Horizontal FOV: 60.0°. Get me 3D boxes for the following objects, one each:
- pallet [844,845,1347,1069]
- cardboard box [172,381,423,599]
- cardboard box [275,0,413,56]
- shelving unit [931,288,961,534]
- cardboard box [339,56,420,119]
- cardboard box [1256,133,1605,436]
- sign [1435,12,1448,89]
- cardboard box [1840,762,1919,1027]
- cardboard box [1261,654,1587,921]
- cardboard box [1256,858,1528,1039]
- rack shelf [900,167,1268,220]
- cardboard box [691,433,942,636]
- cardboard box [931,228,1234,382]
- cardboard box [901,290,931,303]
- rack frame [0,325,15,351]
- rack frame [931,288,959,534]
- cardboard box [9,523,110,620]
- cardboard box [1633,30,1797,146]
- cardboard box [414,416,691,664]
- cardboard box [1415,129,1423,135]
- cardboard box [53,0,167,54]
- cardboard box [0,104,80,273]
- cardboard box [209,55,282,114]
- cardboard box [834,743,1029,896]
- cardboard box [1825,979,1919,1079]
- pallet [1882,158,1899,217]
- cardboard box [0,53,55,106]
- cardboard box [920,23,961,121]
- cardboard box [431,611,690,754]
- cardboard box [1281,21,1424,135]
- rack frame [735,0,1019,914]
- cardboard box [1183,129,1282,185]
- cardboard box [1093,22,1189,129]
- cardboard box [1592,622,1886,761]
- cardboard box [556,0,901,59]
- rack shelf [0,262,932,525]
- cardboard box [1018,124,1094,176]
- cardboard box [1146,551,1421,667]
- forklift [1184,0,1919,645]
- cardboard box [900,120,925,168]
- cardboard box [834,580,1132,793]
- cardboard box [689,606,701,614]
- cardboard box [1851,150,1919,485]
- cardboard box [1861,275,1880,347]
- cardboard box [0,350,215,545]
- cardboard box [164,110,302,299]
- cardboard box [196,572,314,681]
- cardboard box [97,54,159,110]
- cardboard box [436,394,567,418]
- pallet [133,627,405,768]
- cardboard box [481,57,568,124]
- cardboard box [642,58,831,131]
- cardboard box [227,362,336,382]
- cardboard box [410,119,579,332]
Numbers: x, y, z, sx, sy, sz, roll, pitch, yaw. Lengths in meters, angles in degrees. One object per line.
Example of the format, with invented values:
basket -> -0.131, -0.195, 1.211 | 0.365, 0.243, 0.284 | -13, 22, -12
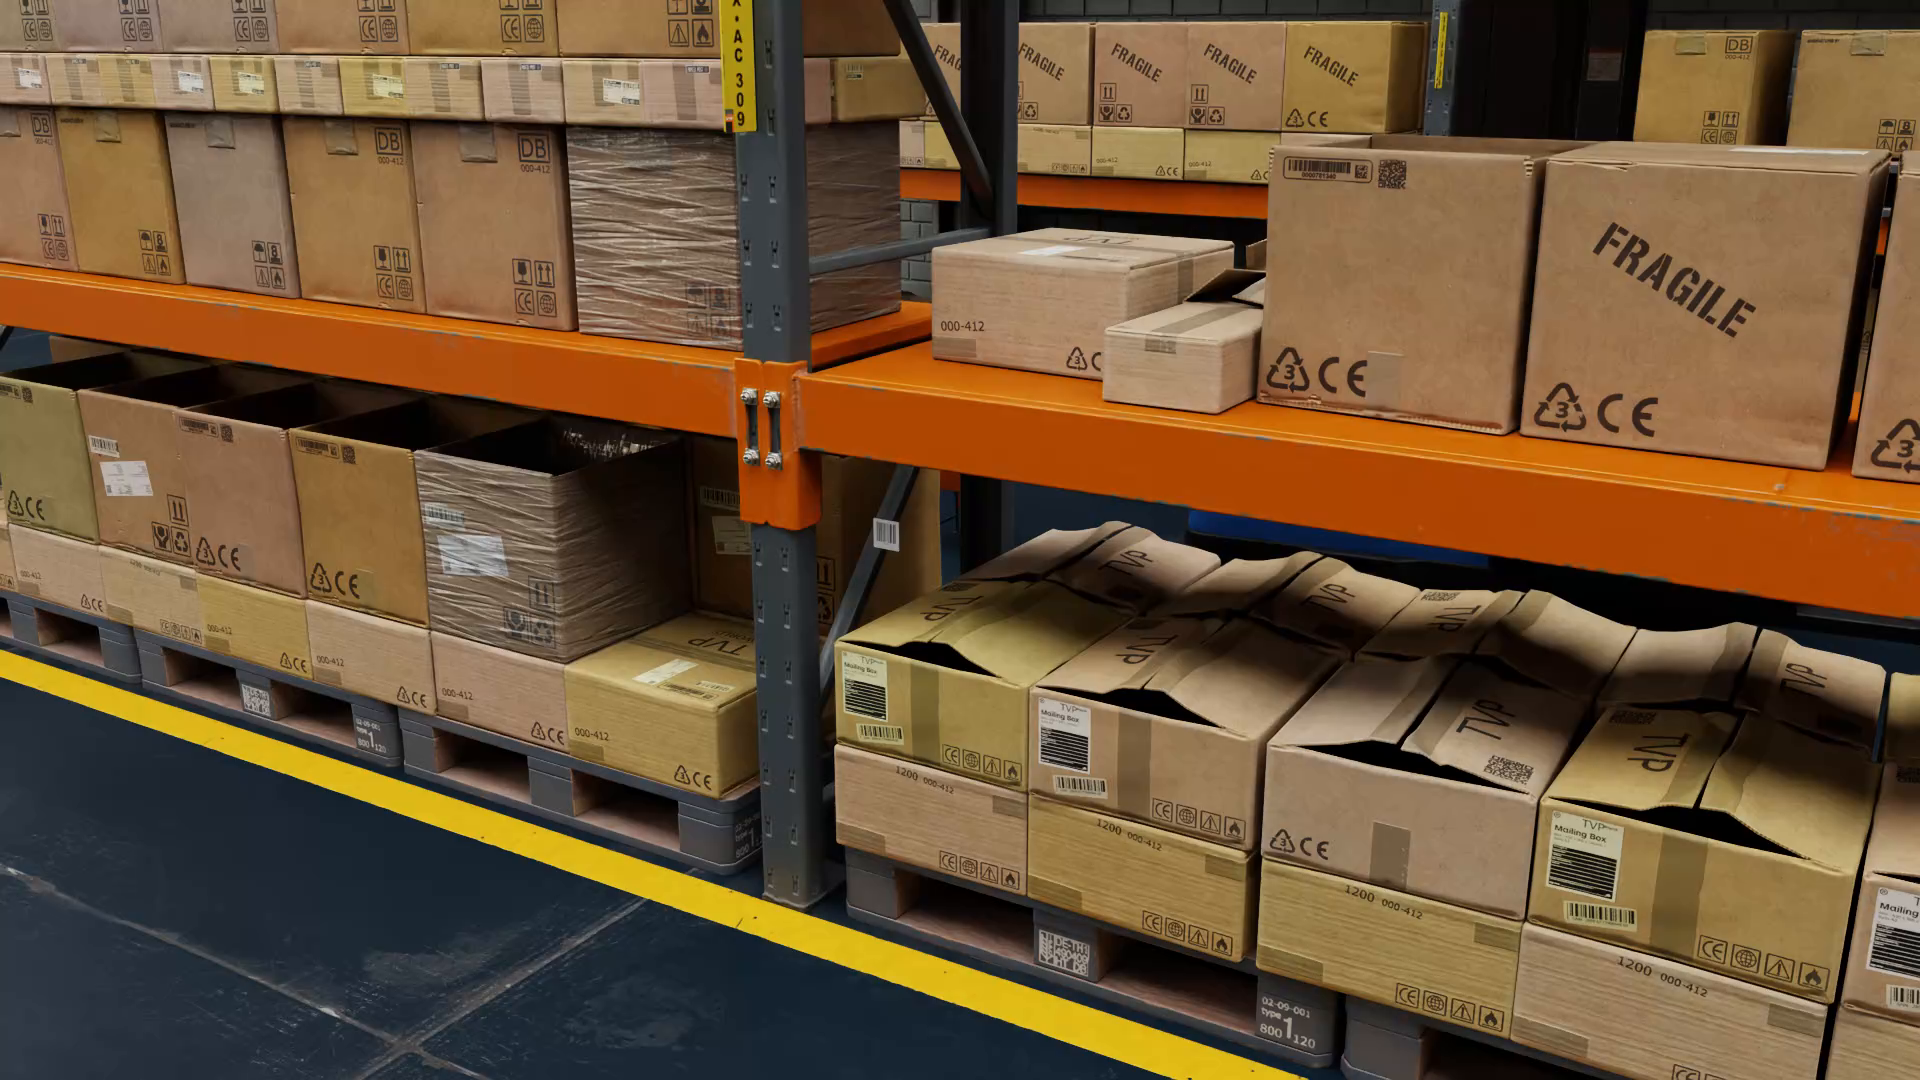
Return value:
pallet -> 0.487, 0.757, 4.026 | 1.213, 0.211, 1.003 | 10, 20, 30
cardboard box -> -1.953, -0.167, 4.988 | 0.500, 0.500, 0.500 | 10, 20, 30
cardboard box -> -1.401, -1.567, 4.476 | 0.500, 0.500, 0.700 | 10, 20, 30
shelving unit -> 0.046, -0.494, 6.702 | 0.252, 1.050, 0.215 | 10, 20, 30
cardboard box -> -1.371, -1.182, 4.322 | 0.250, 0.149, 0.380 | 10, 20, 30
cardboard box -> 0.933, -0.527, 3.282 | 0.500, 0.500, 0.500 | 12, 21, 34
sign -> 2.150, -2.186, 7.427 | 0.005, 0.325, 0.100 | 10, 20, 30
cardboard box -> 1.797, 0.601, 2.784 | 0.500, 0.311, 0.500 | 10, 20, 30
cardboard box -> 0.926, 0.447, 3.292 | 0.500, 0.311, 0.500 | 9, 19, 28
cardboard box -> 0.930, 0.714, 3.379 | 0.500, 0.250, 0.500 | 9, 19, 28
rack shelf -> 0.724, -1.867, 9.105 | 4.000, 0.370, 1.077 | 10, 20, 30
cardboard box -> -0.393, -0.072, 4.675 | 0.500, 0.500, 0.500 | 10, 20, 30
cardboard box -> 0.281, -0.544, 3.769 | 0.500, 0.250, 0.500 | 12, 20, 33
cardboard box -> -0.438, -1.312, 9.909 | 0.500, 0.311, 0.500 | 8, 19, 24
rack frame -> -3.570, -1.288, 5.961 | 0.127, 3.000, 1.000 | 10, 20, 30
rack frame -> -0.058, -0.513, 6.763 | 0.008, 1.050, 0.200 | 10, 20, 30
cardboard box -> -2.801, 0.038, 5.603 | 0.500, 0.250, 0.500 | 10, 20, 30
cardboard box -> 3.316, -1.993, 7.352 | 0.500, 0.500, 0.700 | 13, 21, 36
cardboard box -> -1.091, -0.019, 4.502 | 0.500, 0.500, 0.500 | 10, 20, 30
cardboard box -> 2.139, -1.970, 8.428 | 0.500, 0.250, 0.500 | 10, 20, 31
cardboard box -> -2.253, -1.719, 4.977 | 0.500, 0.500, 0.700 | 10, 20, 30
cardboard box -> -2.729, -1.183, 5.443 | 0.500, 0.500, 0.700 | 11, 20, 31
cardboard box -> -1.814, -1.259, 4.579 | 0.250, 0.149, 0.380 | 11, 20, 32
cardboard box -> 0.052, 0.558, 3.893 | 0.500, 0.250, 0.500 | 10, 19, 29
cardboard box -> 1.803, 0.869, 2.868 | 0.500, 0.250, 0.500 | 11, 20, 31
pallet -> 4.128, -1.498, 6.982 | 1.213, 0.211, 1.003 | 10, 20, 30
cardboard box -> -2.696, -1.417, 5.096 | 0.250, 0.149, 0.380 | 10, 19, 29
cardboard box -> 0.122, -2.507, 8.908 | 0.500, 0.500, 0.500 | 9, 19, 28
cardboard box -> -1.092, 0.340, 4.609 | 0.500, 0.250, 0.500 | 10, 20, 30
cardboard box -> 1.863, -2.199, 7.894 | 0.500, 0.500, 0.500 | 10, 20, 30
rack frame -> -0.162, -0.680, 3.958 | 0.127, 3.000, 1.000 | 10, 20, 30
cardboard box -> 1.445, -1.920, 8.264 | 0.500, 0.250, 0.500 | 10, 20, 30
cardboard box -> 1.011, -2.353, 8.400 | 0.500, 0.500, 0.500 | 9, 19, 28
cardboard box -> 1.631, 0.389, 3.484 | 0.500, 0.311, 0.500 | 10, 19, 29
cardboard box -> -0.543, -1.414, 3.972 | 0.500, 0.500, 0.700 | 10, 20, 30
rack shelf -> -1.866, -0.640, 5.064 | 4.000, 0.370, 1.077 | 10, 20, 30
cardboard box -> 0.579, -2.069, 8.754 | 0.500, 0.250, 0.500 | 10, 20, 31
cardboard box -> 0.780, 0.235, 3.991 | 0.500, 0.311, 0.500 | 11, 20, 32
forklift -> 2.370, -1.096, 5.446 | 3.031, 2.935, 1.130 | 7, 18, 23
cardboard box -> -0.281, -2.225, 9.269 | 0.500, 0.250, 0.500 | 9, 19, 28
cardboard box -> 0.060, 0.291, 3.805 | 0.500, 0.311, 0.500 | 10, 20, 30
cardboard box -> -0.821, 0.212, 5.031 | 0.500, 0.250, 0.500 | 10, 20, 30
cardboard box -> 1.809, -0.370, 2.768 | 0.500, 0.500, 0.500 | 9, 19, 27
cardboard box -> 3.886, -1.028, 7.359 | 0.500, 0.250, 0.500 | 9, 19, 28
cardboard box -> -2.802, -0.320, 5.492 | 0.500, 0.500, 0.500 | 10, 20, 30
cardboard box -> -1.858, -1.027, 4.930 | 0.500, 0.500, 0.700 | 11, 20, 32
cardboard box -> -1.952, 0.192, 5.098 | 0.500, 0.250, 0.500 | 10, 20, 30
cardboard box -> -2.250, -1.338, 4.837 | 0.250, 0.149, 0.380 | 10, 19, 29
cardboard box -> -1.245, -0.224, 5.176 | 0.500, 0.500, 0.500 | 10, 20, 30
pallet -> -1.861, 0.338, 5.406 | 1.213, 0.211, 1.003 | 10, 20, 30
cardboard box -> -0.940, -1.104, 4.065 | 0.250, 0.149, 0.380 | 9, 19, 28
cardboard box -> -0.505, -1.026, 3.811 | 0.250, 0.149, 0.380 | 10, 20, 30
cardboard box -> -2.098, -0.376, 5.676 | 0.500, 0.500, 0.500 | 10, 20, 30
cardboard box -> -0.996, -0.872, 4.420 | 0.500, 0.500, 0.700 | 10, 20, 29
